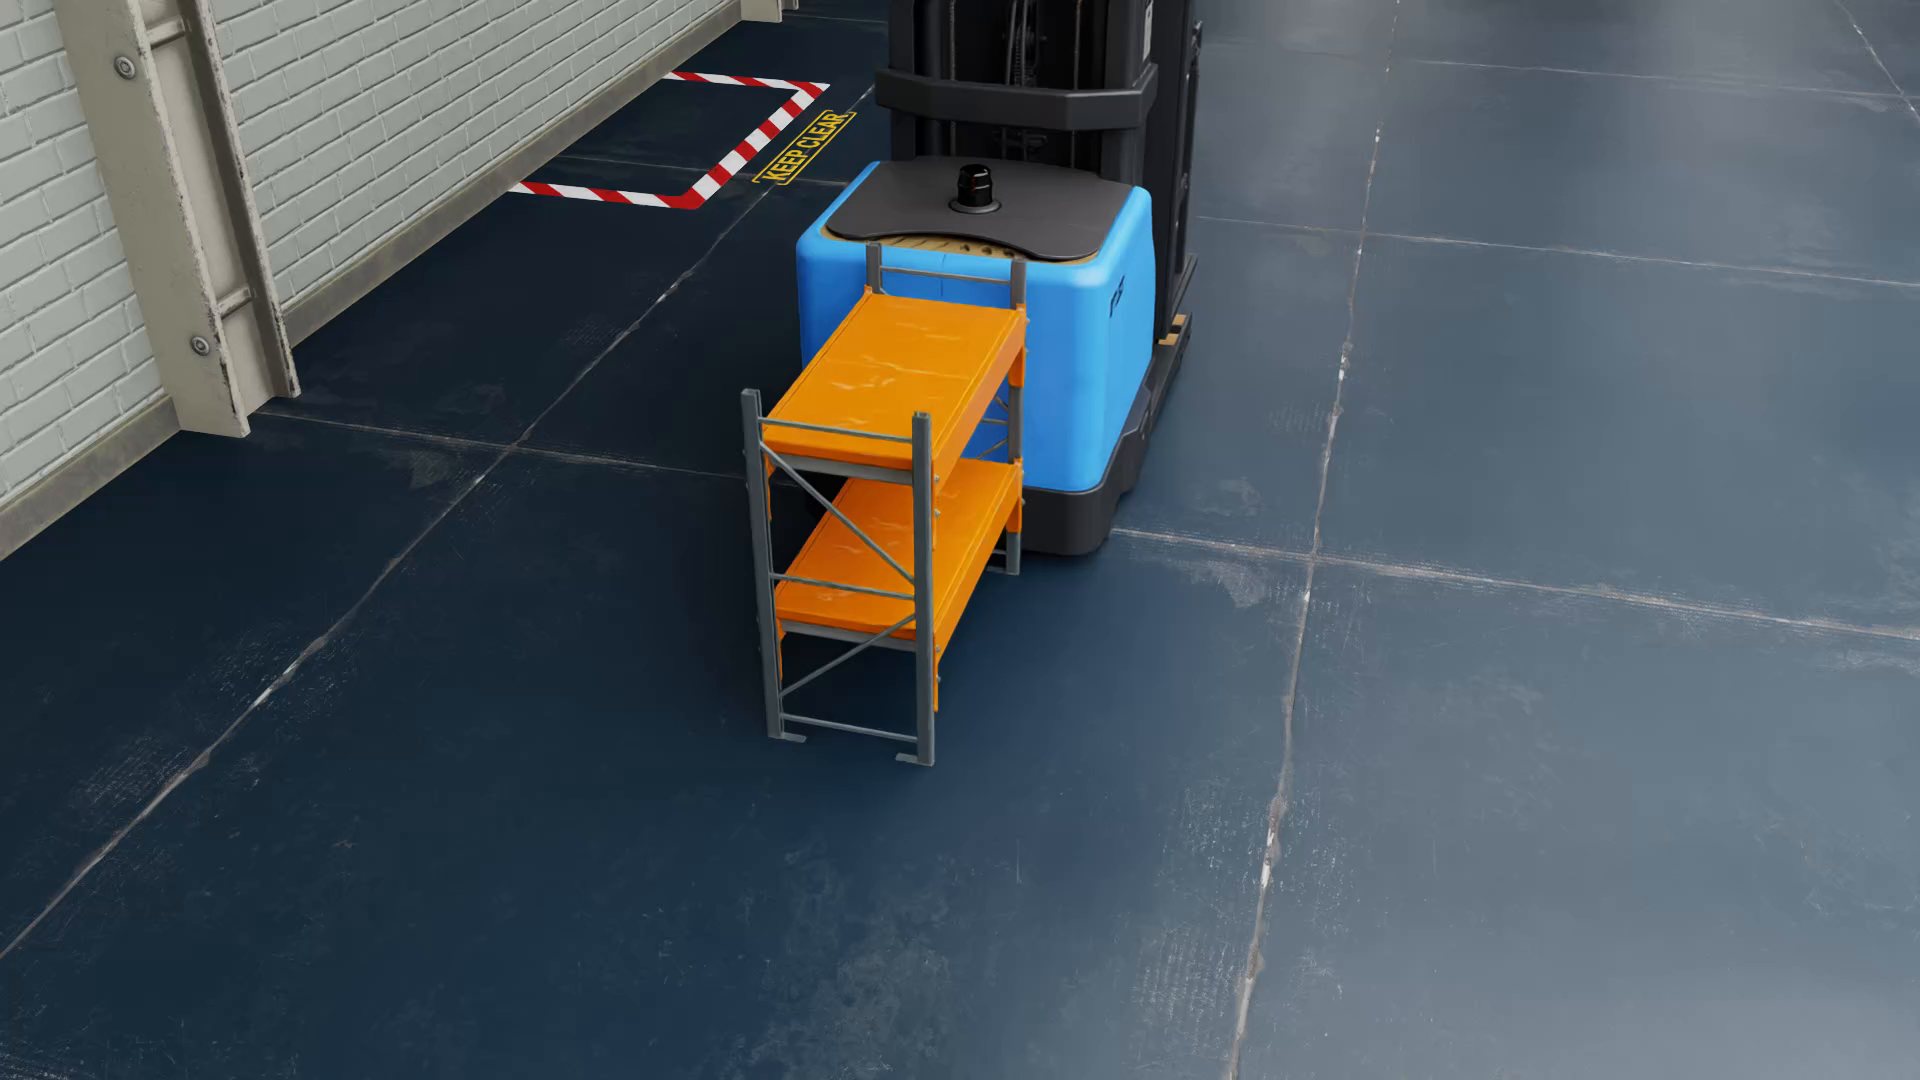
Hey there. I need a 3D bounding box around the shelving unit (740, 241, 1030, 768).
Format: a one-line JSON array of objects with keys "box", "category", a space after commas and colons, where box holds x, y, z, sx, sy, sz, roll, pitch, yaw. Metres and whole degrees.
[{"box": [-0.180, -0.133, 4.911, 0.538, 1.125, 1.048, 9, 33, 13], "category": "shelving unit"}]

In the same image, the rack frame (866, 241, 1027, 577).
[{"box": [-0.043, -0.396, 5.325, 0.500, 1.125, 0.032, 9, 33, 13], "category": "rack frame"}]

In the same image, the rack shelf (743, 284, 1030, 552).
[{"box": [-0.180, -0.380, 4.754, 0.538, 0.278, 1.000, 9, 33, 13], "category": "rack shelf"}]

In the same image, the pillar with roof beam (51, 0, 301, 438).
[{"box": [1.320, -3.726, 3.223, 9.100, 9.000, 0.400, 8, 33, 12], "category": "pillar with roof beam"}]

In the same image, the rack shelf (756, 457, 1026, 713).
[{"box": [-0.180, 0.073, 5.043, 0.538, 0.278, 1.000, 9, 33, 13], "category": "rack shelf"}]

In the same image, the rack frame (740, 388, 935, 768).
[{"box": [-0.316, 0.129, 4.498, 0.500, 1.125, 0.032, 9, 33, 13], "category": "rack frame"}]

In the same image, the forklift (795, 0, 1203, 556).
[{"box": [0.348, -1.968, 6.113, 1.130, 2.935, 3.031, 9, 33, 13], "category": "forklift"}]

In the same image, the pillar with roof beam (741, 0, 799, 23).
[{"box": [2.842, -6.839, 8.120, 9.100, 9.000, 0.400, 8, 33, 12], "category": "pillar with roof beam"}]
